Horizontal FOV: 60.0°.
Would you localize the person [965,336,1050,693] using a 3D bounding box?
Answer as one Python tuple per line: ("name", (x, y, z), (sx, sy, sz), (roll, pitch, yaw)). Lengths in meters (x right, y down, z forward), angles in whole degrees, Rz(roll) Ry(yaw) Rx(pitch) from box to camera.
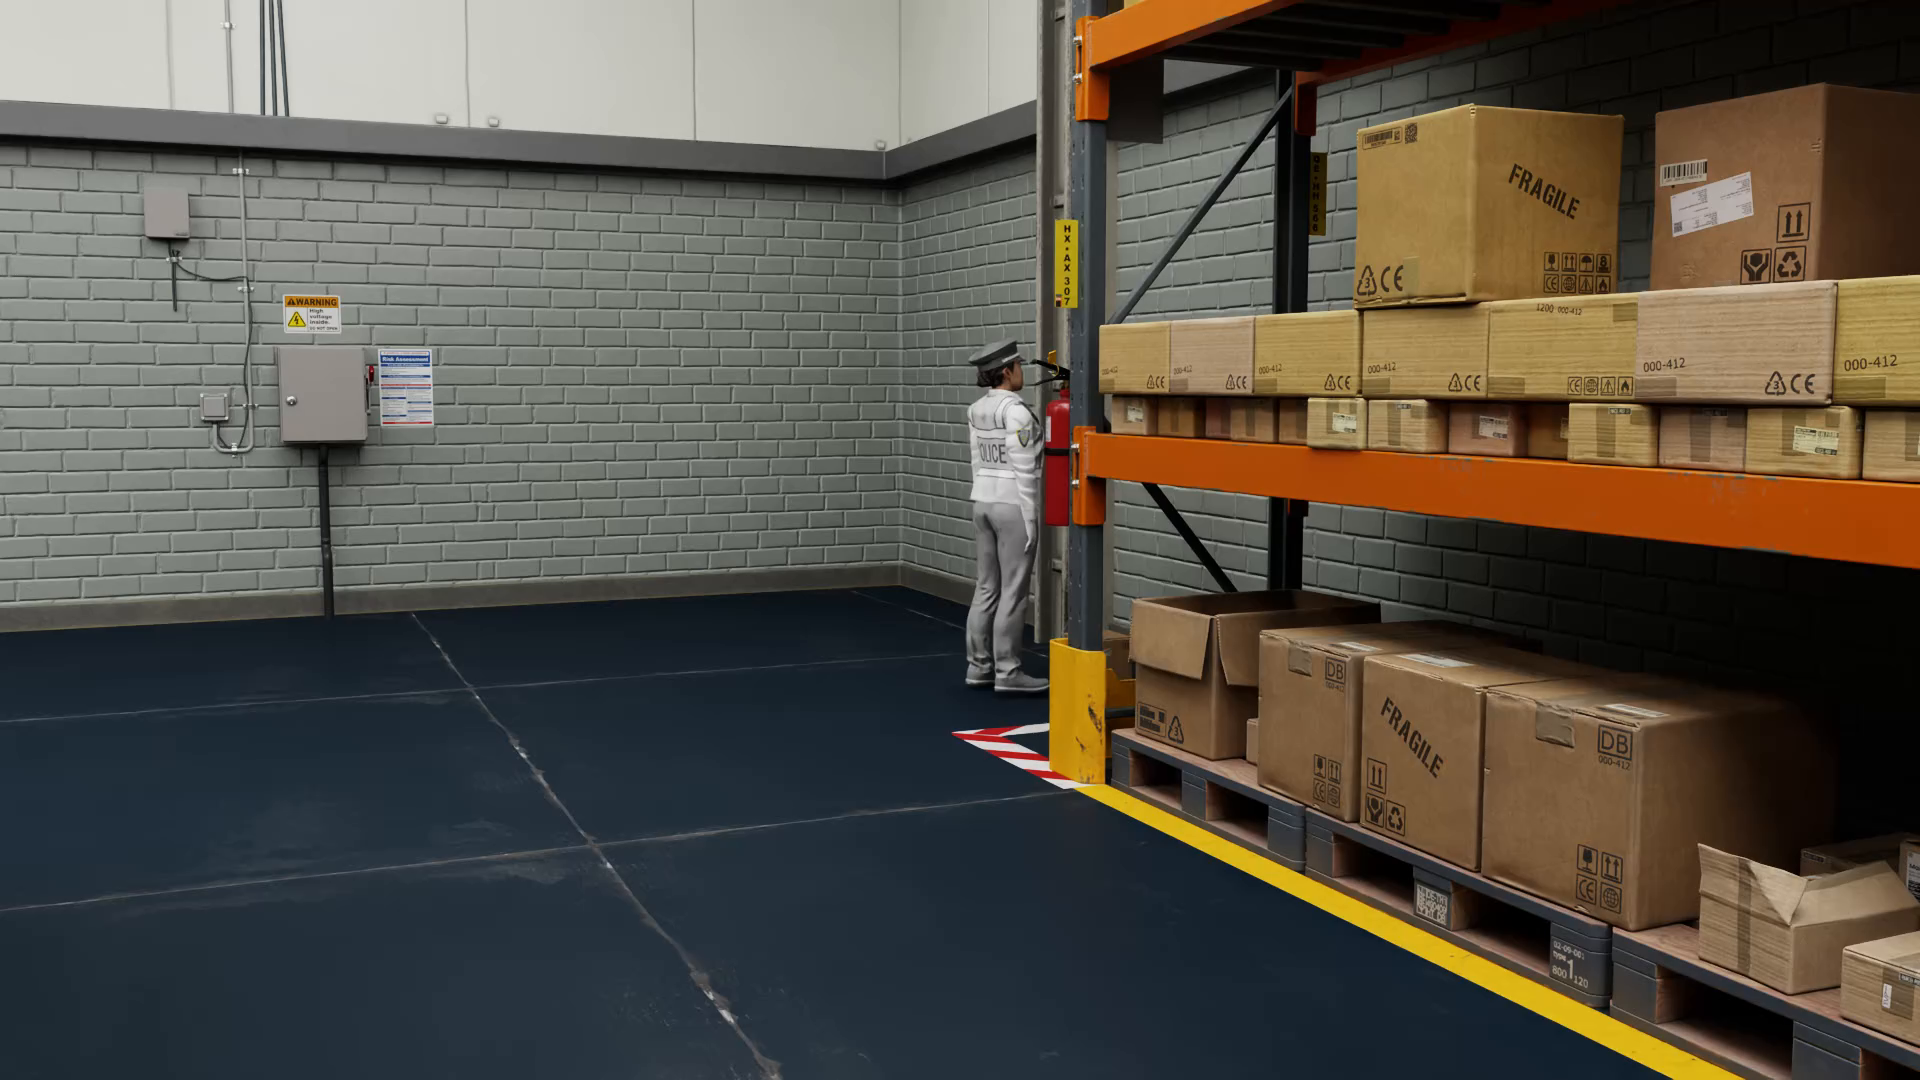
("person", (0.216, -0.127, 7.938), (0.343, 1.690, 0.490), (-3, 6, -32))
